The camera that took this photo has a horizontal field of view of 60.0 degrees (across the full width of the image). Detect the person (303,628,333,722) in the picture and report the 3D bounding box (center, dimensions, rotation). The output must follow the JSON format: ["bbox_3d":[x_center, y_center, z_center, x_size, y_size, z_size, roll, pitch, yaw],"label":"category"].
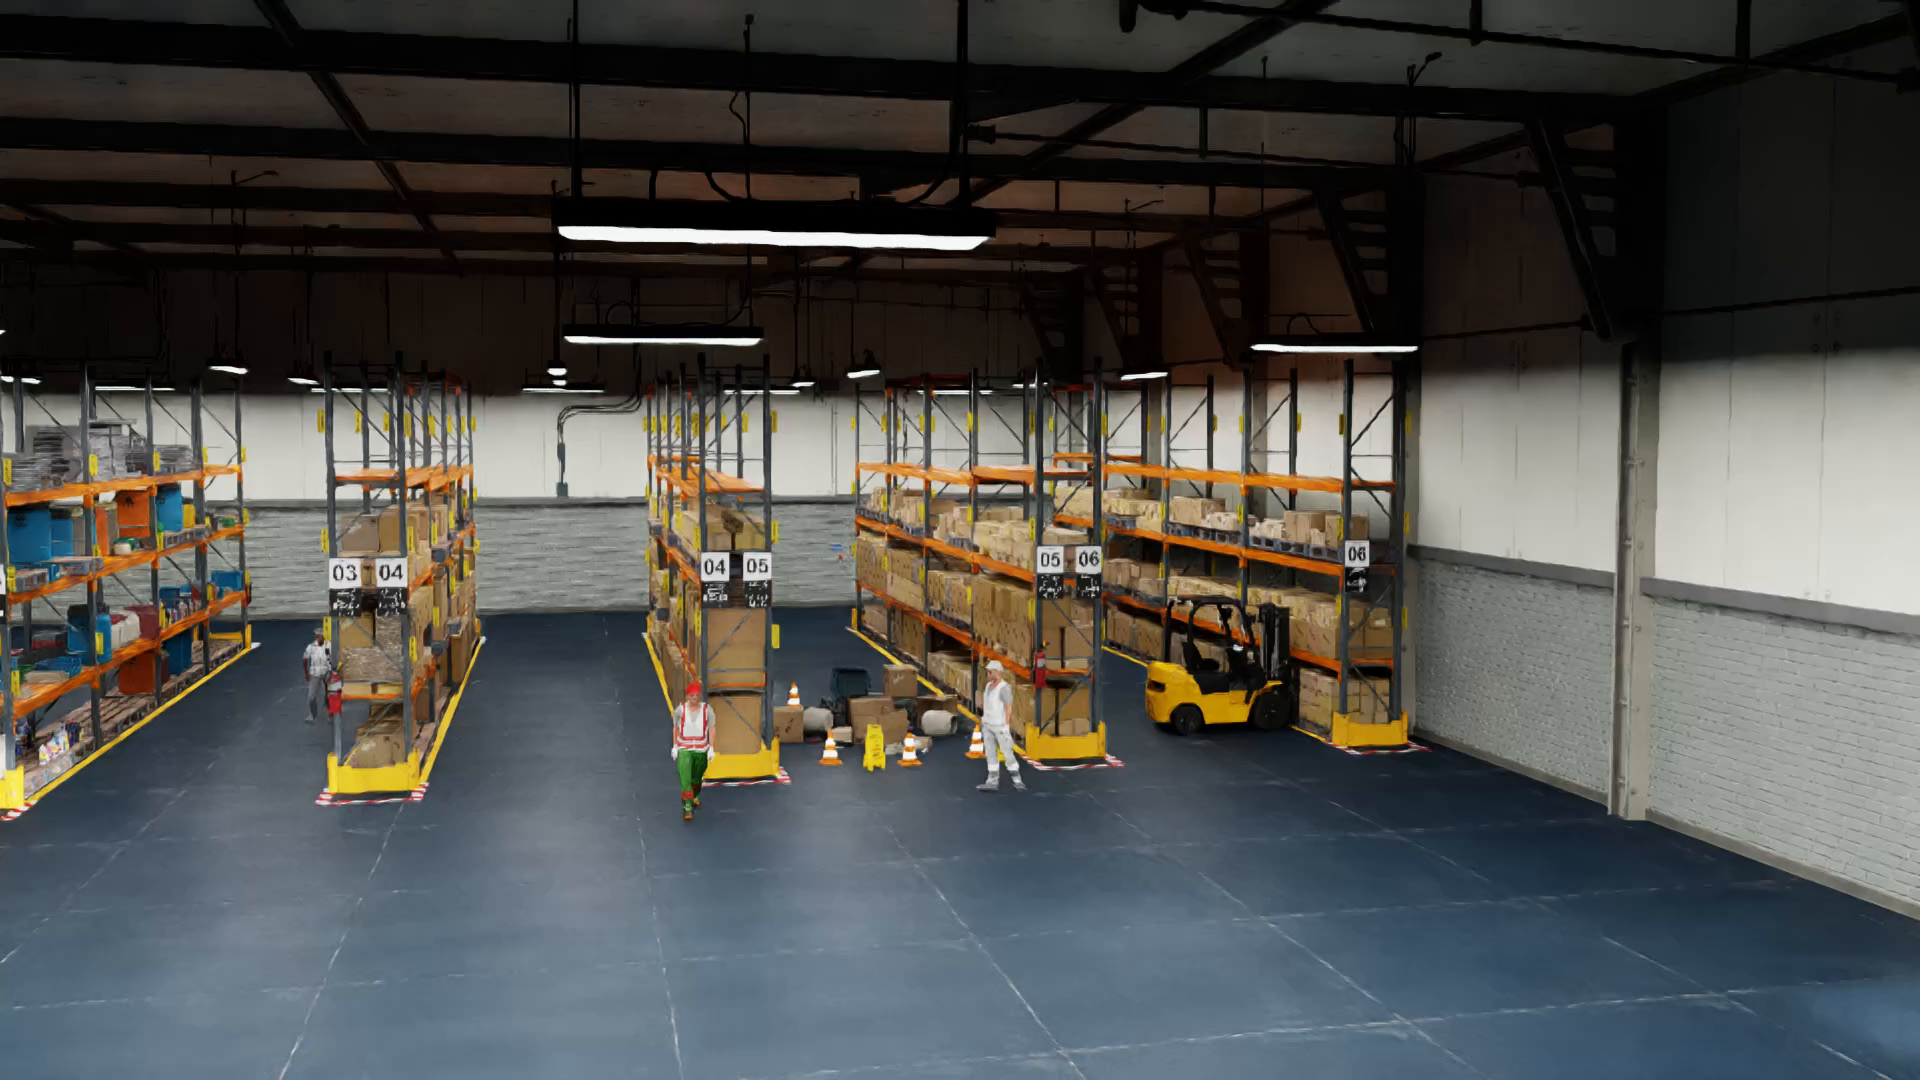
[{"bbox_3d":[-10.705,2.256,27.888,0.592,1.629,0.532,-1,4,-15],"label":"person"}]

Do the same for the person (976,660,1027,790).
[{"bbox_3d":[0.542,2.534,22.782,0.474,1.788,0.659,-4,5,-42],"label":"person"}]

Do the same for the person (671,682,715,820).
[{"bbox_3d":[-3.393,2.656,21.232,0.549,1.709,1.128,-1,4,-15],"label":"person"}]
